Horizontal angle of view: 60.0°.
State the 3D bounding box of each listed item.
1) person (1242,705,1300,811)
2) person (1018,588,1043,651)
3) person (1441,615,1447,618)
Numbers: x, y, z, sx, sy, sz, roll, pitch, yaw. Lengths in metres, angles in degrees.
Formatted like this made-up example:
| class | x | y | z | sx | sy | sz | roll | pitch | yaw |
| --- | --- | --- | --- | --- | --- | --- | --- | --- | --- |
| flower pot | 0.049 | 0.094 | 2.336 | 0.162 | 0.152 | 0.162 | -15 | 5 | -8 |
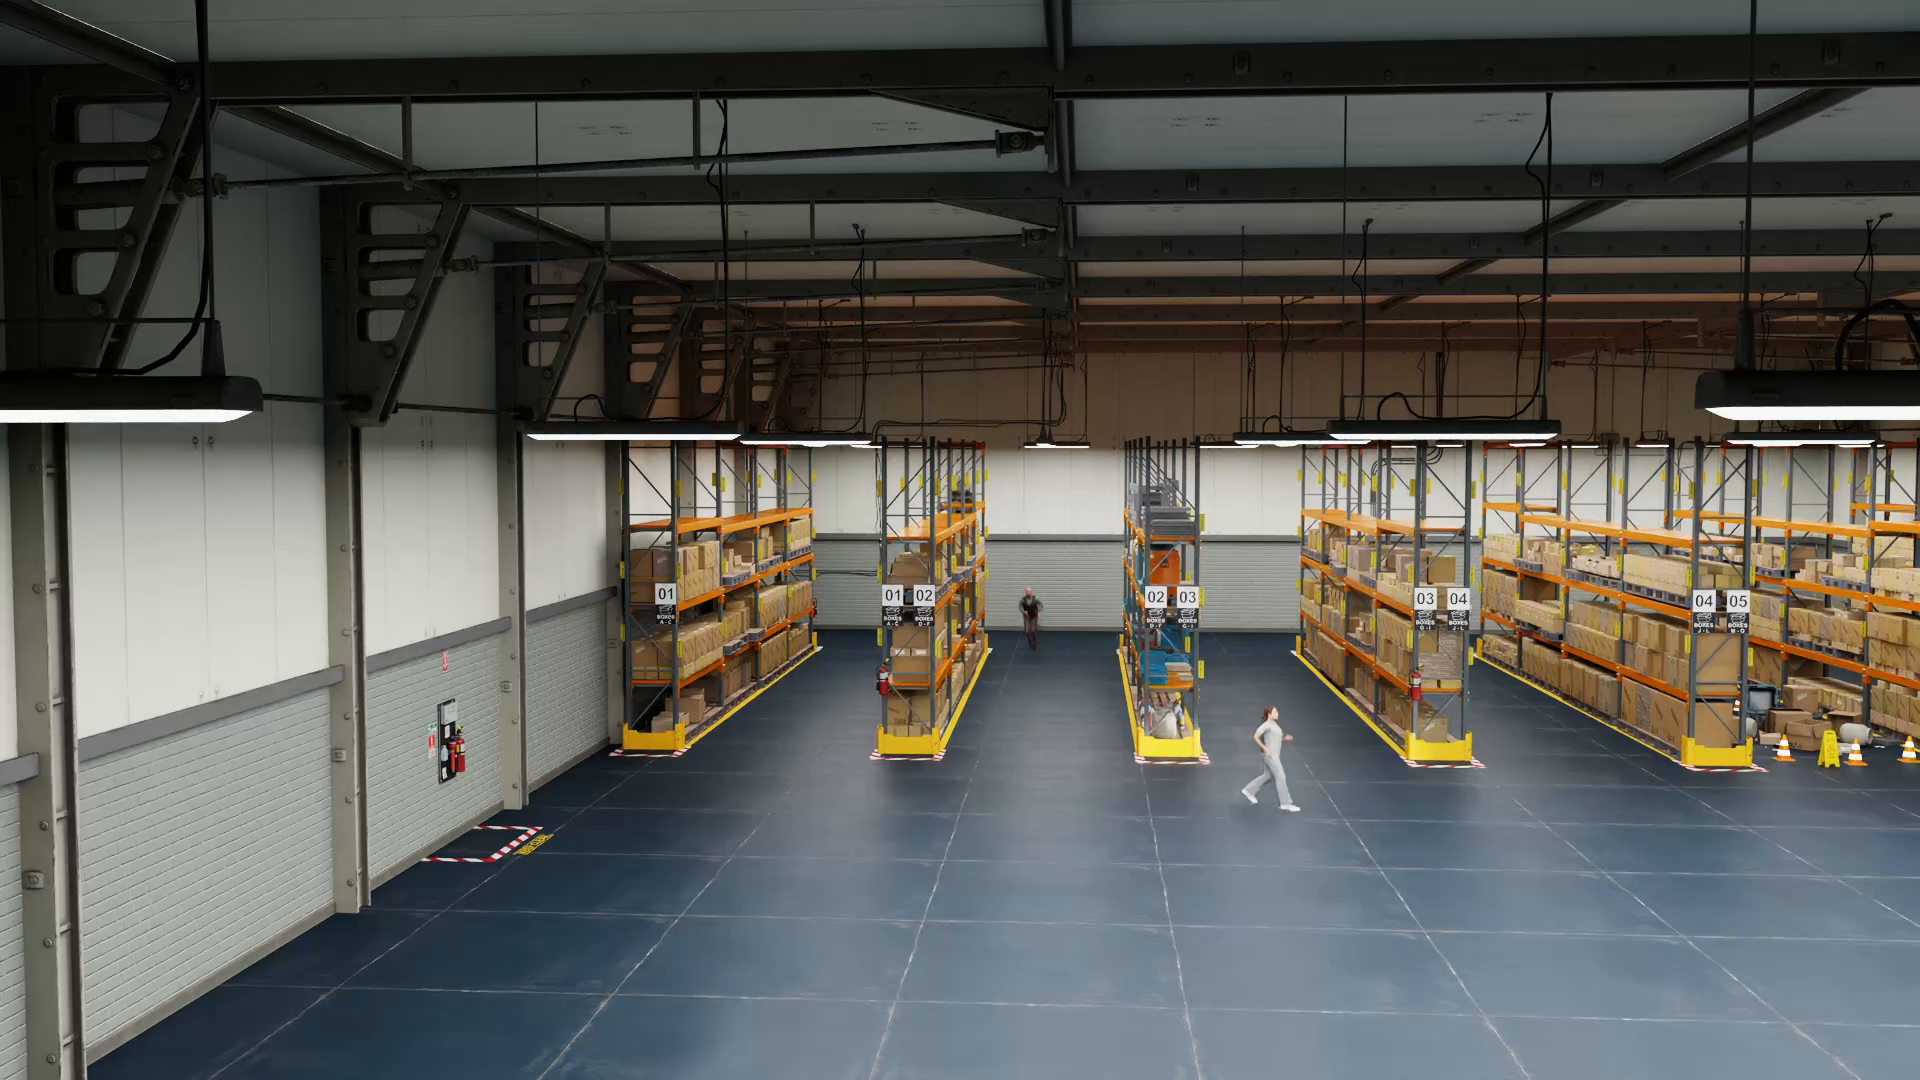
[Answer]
| class | x | y | z | sx | sy | sz | roll | pitch | yaw |
| --- | --- | --- | --- | --- | --- | --- | --- | --- | --- |
| person | 4.948 | 3.448 | 26.454 | 0.969 | 1.649 | 0.564 | 1 | 3 | 24 |
| person | 1.929 | 2.194 | 45.859 | 0.649 | 1.756 | 0.660 | 1 | 3 | 11 |
| person | 13.371 | 2.436 | 46.306 | 0.640 | 1.654 | 0.516 | 2 | 4 | 37 |
